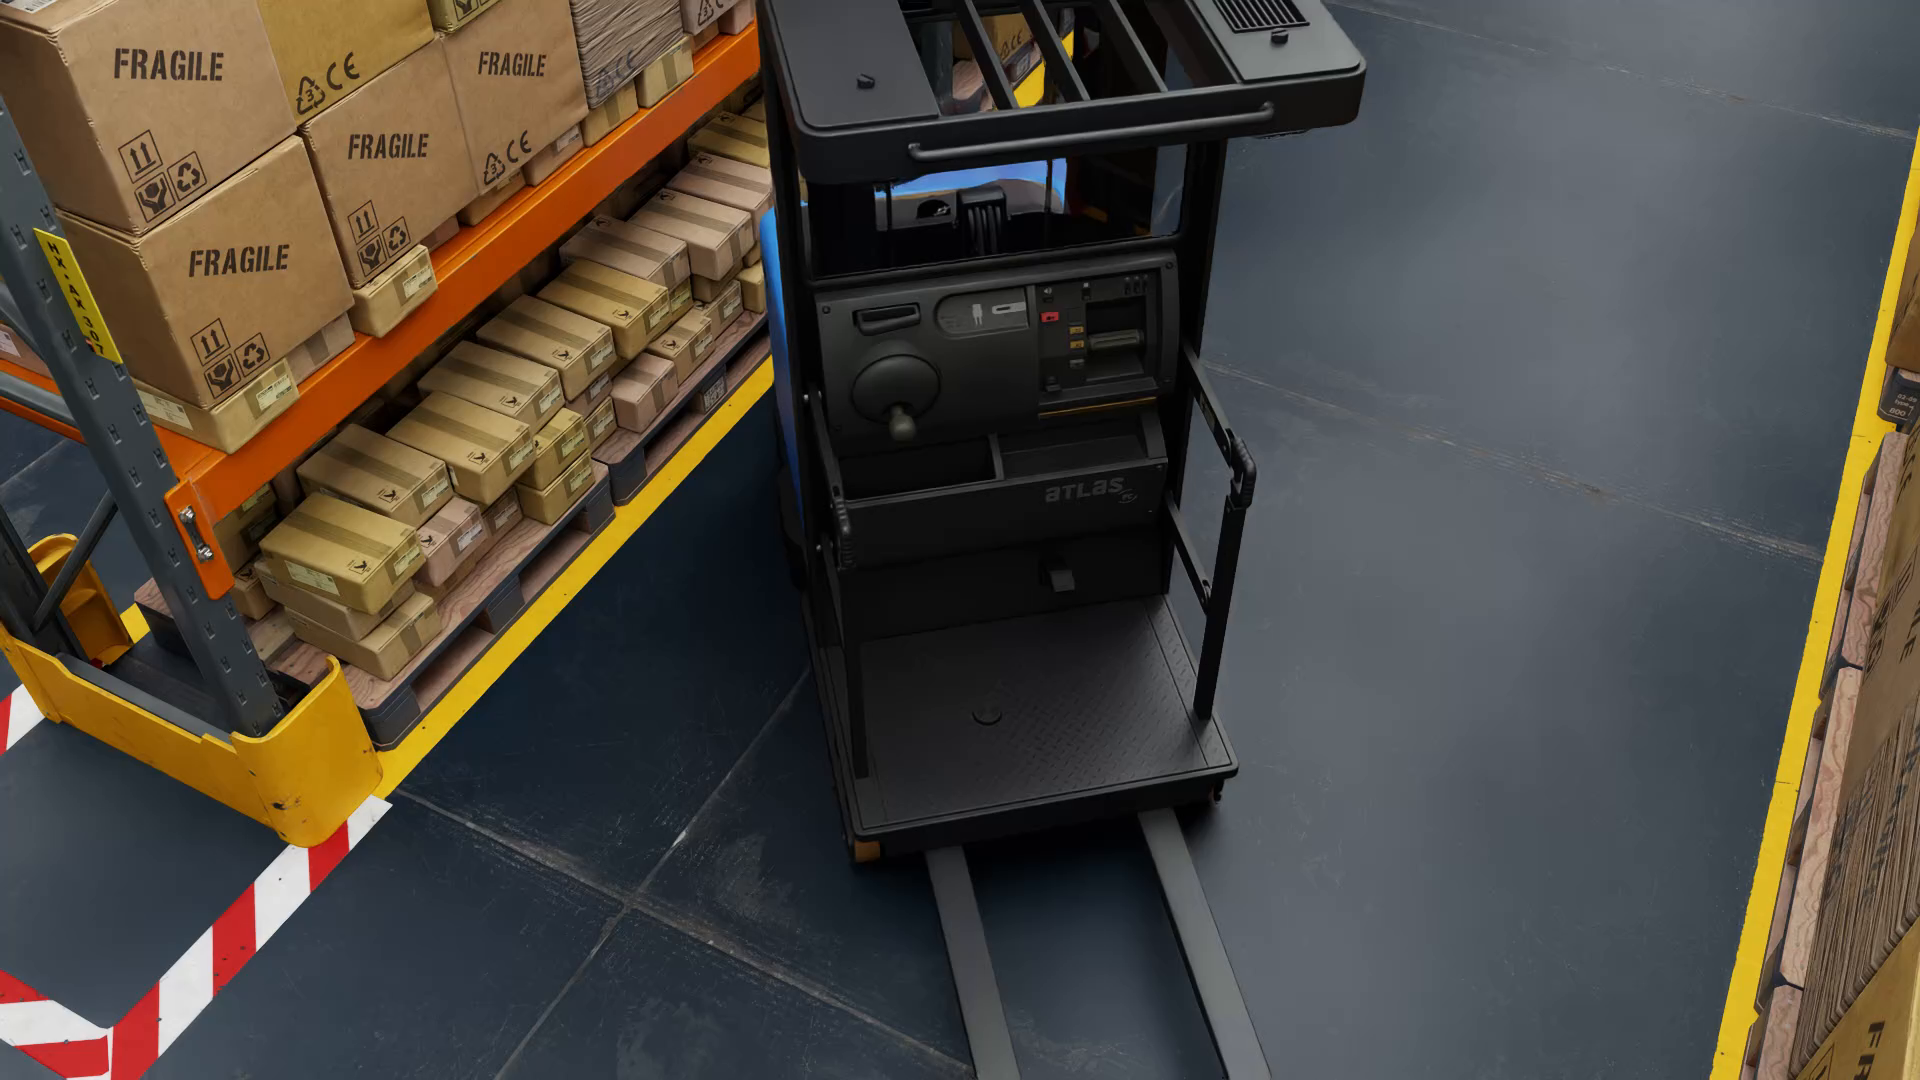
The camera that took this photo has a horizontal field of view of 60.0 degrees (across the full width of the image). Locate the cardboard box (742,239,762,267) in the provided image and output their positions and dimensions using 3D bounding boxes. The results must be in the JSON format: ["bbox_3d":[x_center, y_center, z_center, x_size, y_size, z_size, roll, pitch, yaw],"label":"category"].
[{"bbox_3d":[-0.894,-1.216,6.342,0.380,0.149,0.250,22,49,20],"label":"cardboard box"}]

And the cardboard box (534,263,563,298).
[{"bbox_3d":[-1.659,-1.064,6.193,0.380,0.149,0.250,21,49,19],"label":"cardboard box"}]

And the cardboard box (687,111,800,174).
[{"bbox_3d":[-0.819,-1.484,6.399,0.380,0.149,0.250,22,49,20],"label":"cardboard box"}]

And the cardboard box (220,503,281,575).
[{"bbox_3d":[-2.367,-0.068,5.208,0.380,0.149,0.250,19,48,18],"label":"cardboard box"}]

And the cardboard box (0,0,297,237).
[{"bbox_3d":[-1.915,-1.077,3.723,0.500,0.500,0.500,20,49,19],"label":"cardboard box"}]

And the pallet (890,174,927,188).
[{"bbox_3d":[-0.783,-1.496,7.080,1.003,0.211,1.213,20,49,19],"label":"pallet"}]

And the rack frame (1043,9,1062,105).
[{"bbox_3d":[0.465,-1.491,6.169,0.032,1.500,0.500,-25,50,-23],"label":"rack frame"}]

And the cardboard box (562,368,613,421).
[{"bbox_3d":[-1.422,-0.548,5.682,0.380,0.149,0.250,18,48,17],"label":"cardboard box"}]

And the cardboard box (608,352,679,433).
[{"bbox_3d":[-1.232,-0.557,5.900,0.380,0.149,0.250,18,48,17],"label":"cardboard box"}]

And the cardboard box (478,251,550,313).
[{"bbox_3d":[-1.690,-0.966,5.887,0.380,0.149,0.250,19,48,18],"label":"cardboard box"}]

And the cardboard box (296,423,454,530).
[{"bbox_3d":[-1.793,-0.177,5.107,0.380,0.149,0.250,21,49,20],"label":"cardboard box"}]

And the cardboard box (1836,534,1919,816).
[{"bbox_3d":[3.049,0.346,4.498,0.875,0.875,0.875,20,49,19],"label":"cardboard box"}]

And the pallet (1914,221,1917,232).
[{"bbox_3d":[4.701,-1.512,7.096,1.003,0.211,1.213,20,49,19],"label":"pallet"}]

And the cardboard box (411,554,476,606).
[{"bbox_3d":[-1.783,0.047,5.303,0.380,0.149,0.250,20,49,19],"label":"cardboard box"}]

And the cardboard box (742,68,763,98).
[{"bbox_3d":[-1.026,-1.963,6.872,0.380,0.149,0.250,23,50,21],"label":"cardboard box"}]

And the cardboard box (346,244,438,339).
[{"bbox_3d":[-1.664,-0.724,4.533,0.380,0.149,0.250,19,48,18],"label":"cardboard box"}]

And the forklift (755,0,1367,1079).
[{"bbox_3d":[0.152,-0.395,4.080,1.130,2.935,3.031,-9,46,-8],"label":"forklift"}]

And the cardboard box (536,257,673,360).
[{"bbox_3d":[-1.221,-0.799,5.722,0.380,0.149,0.250,21,49,20],"label":"cardboard box"}]

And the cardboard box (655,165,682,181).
[{"bbox_3d":[-1.201,-1.515,6.638,0.380,0.149,0.250,18,48,17],"label":"cardboard box"}]

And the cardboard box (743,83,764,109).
[{"bbox_3d":[-0.992,-1.849,6.969,0.380,0.149,0.250,21,49,19],"label":"cardboard box"}]

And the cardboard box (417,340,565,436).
[{"bbox_3d":[-1.521,-0.477,5.403,0.380,0.149,0.250,18,48,17],"label":"cardboard box"}]

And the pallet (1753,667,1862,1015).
[{"bbox_3d":[2.857,0.995,4.618,1.003,0.211,1.213,20,49,19],"label":"pallet"}]

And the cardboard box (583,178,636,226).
[{"bbox_3d":[-1.444,-1.283,6.200,0.380,0.149,0.250,19,48,17],"label":"cardboard box"}]

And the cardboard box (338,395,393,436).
[{"bbox_3d":[-2.127,-0.396,5.532,0.380,0.149,0.250,19,48,17],"label":"cardboard box"}]

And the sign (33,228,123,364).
[{"bbox_3d":[-1.878,-0.516,3.542,0.100,0.325,0.005,20,49,19],"label":"sign"}]

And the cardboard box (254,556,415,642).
[{"bbox_3d":[-1.888,0.114,5.029,0.380,0.149,0.250,22,49,21],"label":"cardboard box"}]

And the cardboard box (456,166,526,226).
[{"bbox_3d":[-1.518,-1.096,4.900,0.380,0.149,0.250,20,49,19],"label":"cardboard box"}]

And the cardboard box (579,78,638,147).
[{"bbox_3d":[-1.239,-1.398,5.199,0.380,0.149,0.250,22,49,20],"label":"cardboard box"}]

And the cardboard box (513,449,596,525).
[{"bbox_3d":[-1.458,-0.236,5.584,0.380,0.149,0.250,21,49,20],"label":"cardboard box"}]

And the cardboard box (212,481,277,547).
[{"bbox_3d":[-2.338,-0.163,5.093,0.380,0.149,0.250,21,49,19],"label":"cardboard box"}]

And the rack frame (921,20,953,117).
[{"bbox_3d":[-0.502,-2.911,6.518,1.000,3.000,0.127,20,49,19],"label":"rack frame"}]

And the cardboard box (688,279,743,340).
[{"bbox_3d":[-1.043,-0.903,6.242,0.380,0.149,0.250,21,49,20],"label":"cardboard box"}]

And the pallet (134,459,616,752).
[{"bbox_3d":[-1.915,0.041,5.561,1.003,0.211,1.213,20,49,19],"label":"pallet"}]

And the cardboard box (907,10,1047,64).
[{"bbox_3d":[0.076,-2.558,7.631,0.500,0.500,0.500,22,49,21],"label":"cardboard box"}]

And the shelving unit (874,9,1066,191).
[{"bbox_3d":[0.040,-1.292,5.972,1.048,1.500,0.538,-25,50,-23],"label":"shelving unit"}]

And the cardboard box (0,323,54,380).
[{"bbox_3d":[-2.458,-0.601,4.412,0.380,0.149,0.250,21,49,19],"label":"cardboard box"}]

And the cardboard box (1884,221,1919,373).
[{"bbox_3d":[4.124,-1.020,5.848,1.225,0.875,0.875,21,49,19],"label":"cardboard box"}]

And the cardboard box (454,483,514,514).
[{"bbox_3d":[-1.676,-0.224,5.362,0.380,0.149,0.250,21,49,20],"label":"cardboard box"}]

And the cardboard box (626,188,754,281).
[{"bbox_3d":[-0.977,-1.109,6.028,0.380,0.149,0.250,19,48,18],"label":"cardboard box"}]

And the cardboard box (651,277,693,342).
[{"bbox_3d":[-1.198,-0.899,6.030,0.380,0.149,0.250,23,50,21],"label":"cardboard box"}]

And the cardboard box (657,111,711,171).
[{"bbox_3d":[-1.200,-1.615,6.528,0.380,0.149,0.250,19,48,18],"label":"cardboard box"}]

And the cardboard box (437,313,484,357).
[{"bbox_3d":[-1.898,-0.726,5.859,0.380,0.149,0.250,21,49,20],"label":"cardboard box"}]

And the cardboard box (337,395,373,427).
[{"bbox_3d":[-2.162,-0.507,5.433,0.380,0.149,0.250,19,48,18],"label":"cardboard box"}]
